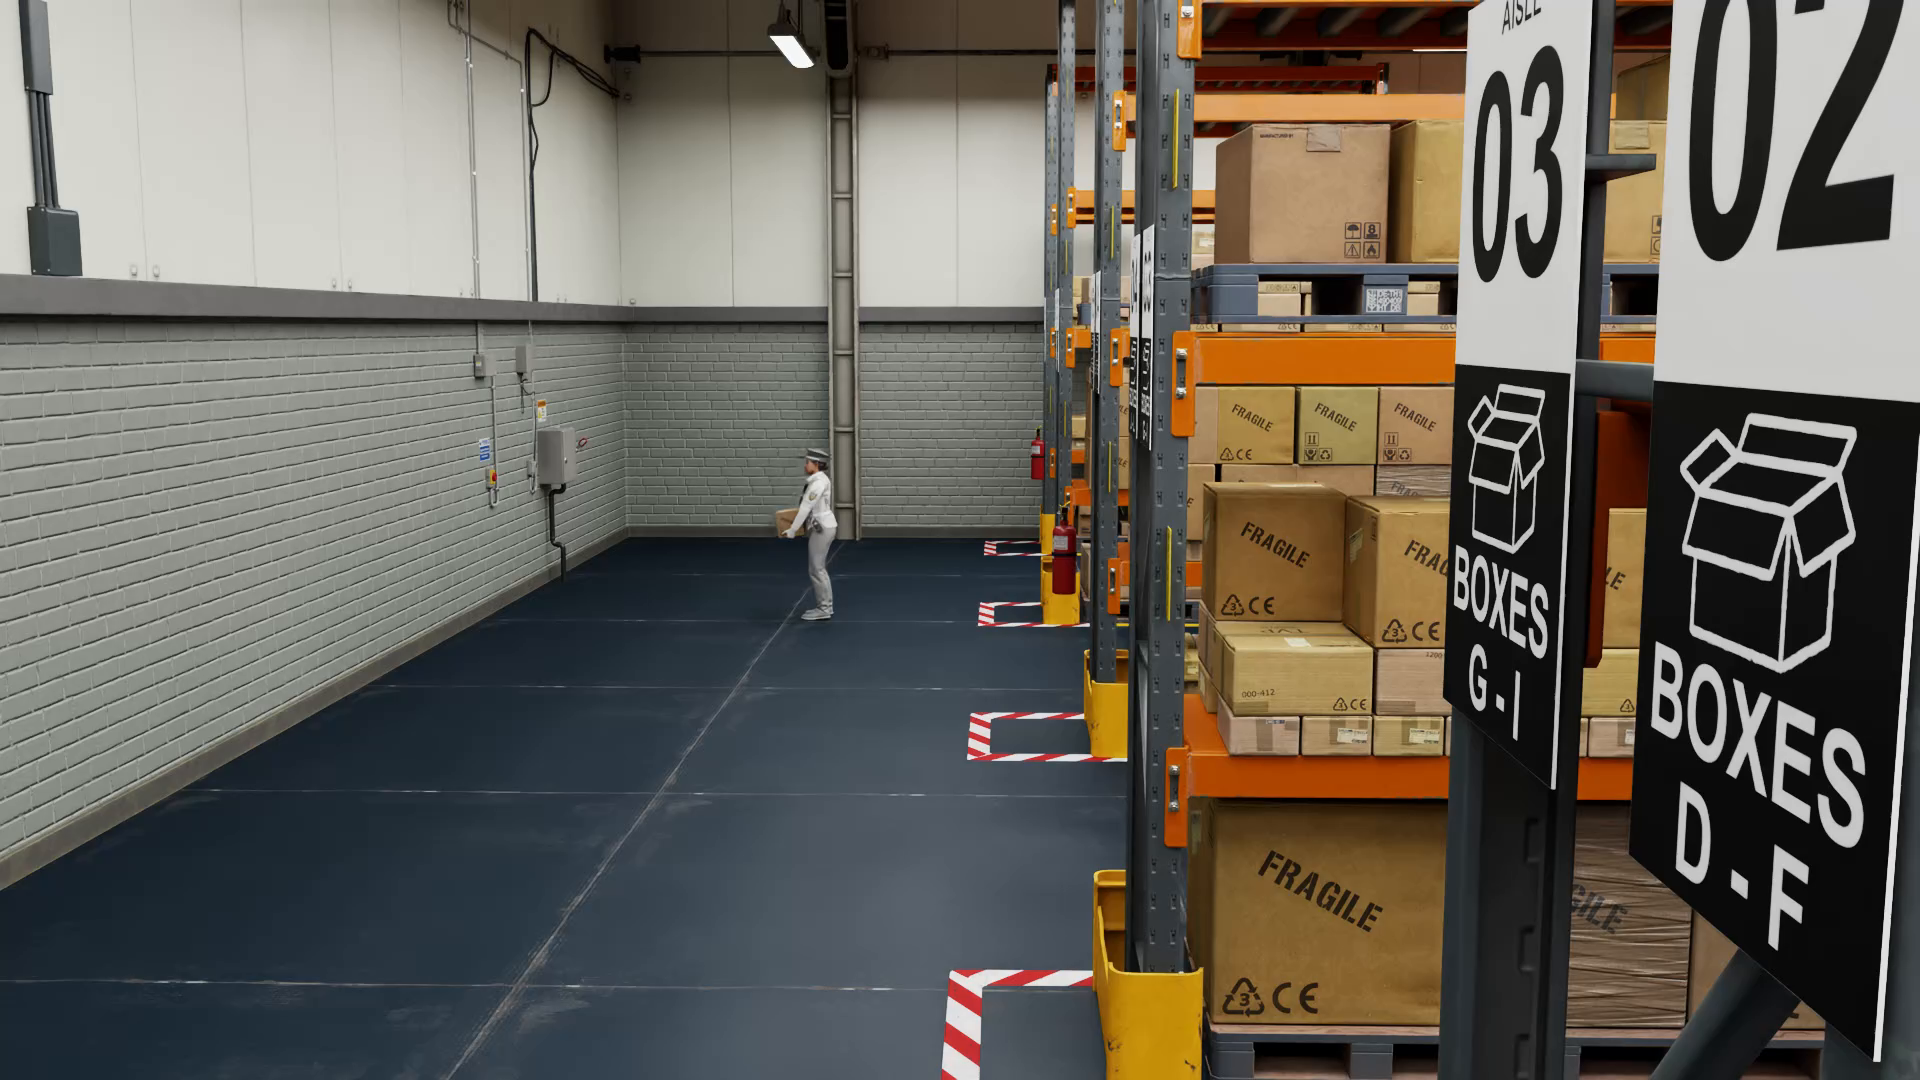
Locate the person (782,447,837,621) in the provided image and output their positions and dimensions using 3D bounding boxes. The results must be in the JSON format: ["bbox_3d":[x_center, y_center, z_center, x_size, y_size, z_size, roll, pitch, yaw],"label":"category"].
[{"bbox_3d":[-1.464,-0.065,16.236,0.530,1.684,0.416,0,7,0],"label":"person"}]
